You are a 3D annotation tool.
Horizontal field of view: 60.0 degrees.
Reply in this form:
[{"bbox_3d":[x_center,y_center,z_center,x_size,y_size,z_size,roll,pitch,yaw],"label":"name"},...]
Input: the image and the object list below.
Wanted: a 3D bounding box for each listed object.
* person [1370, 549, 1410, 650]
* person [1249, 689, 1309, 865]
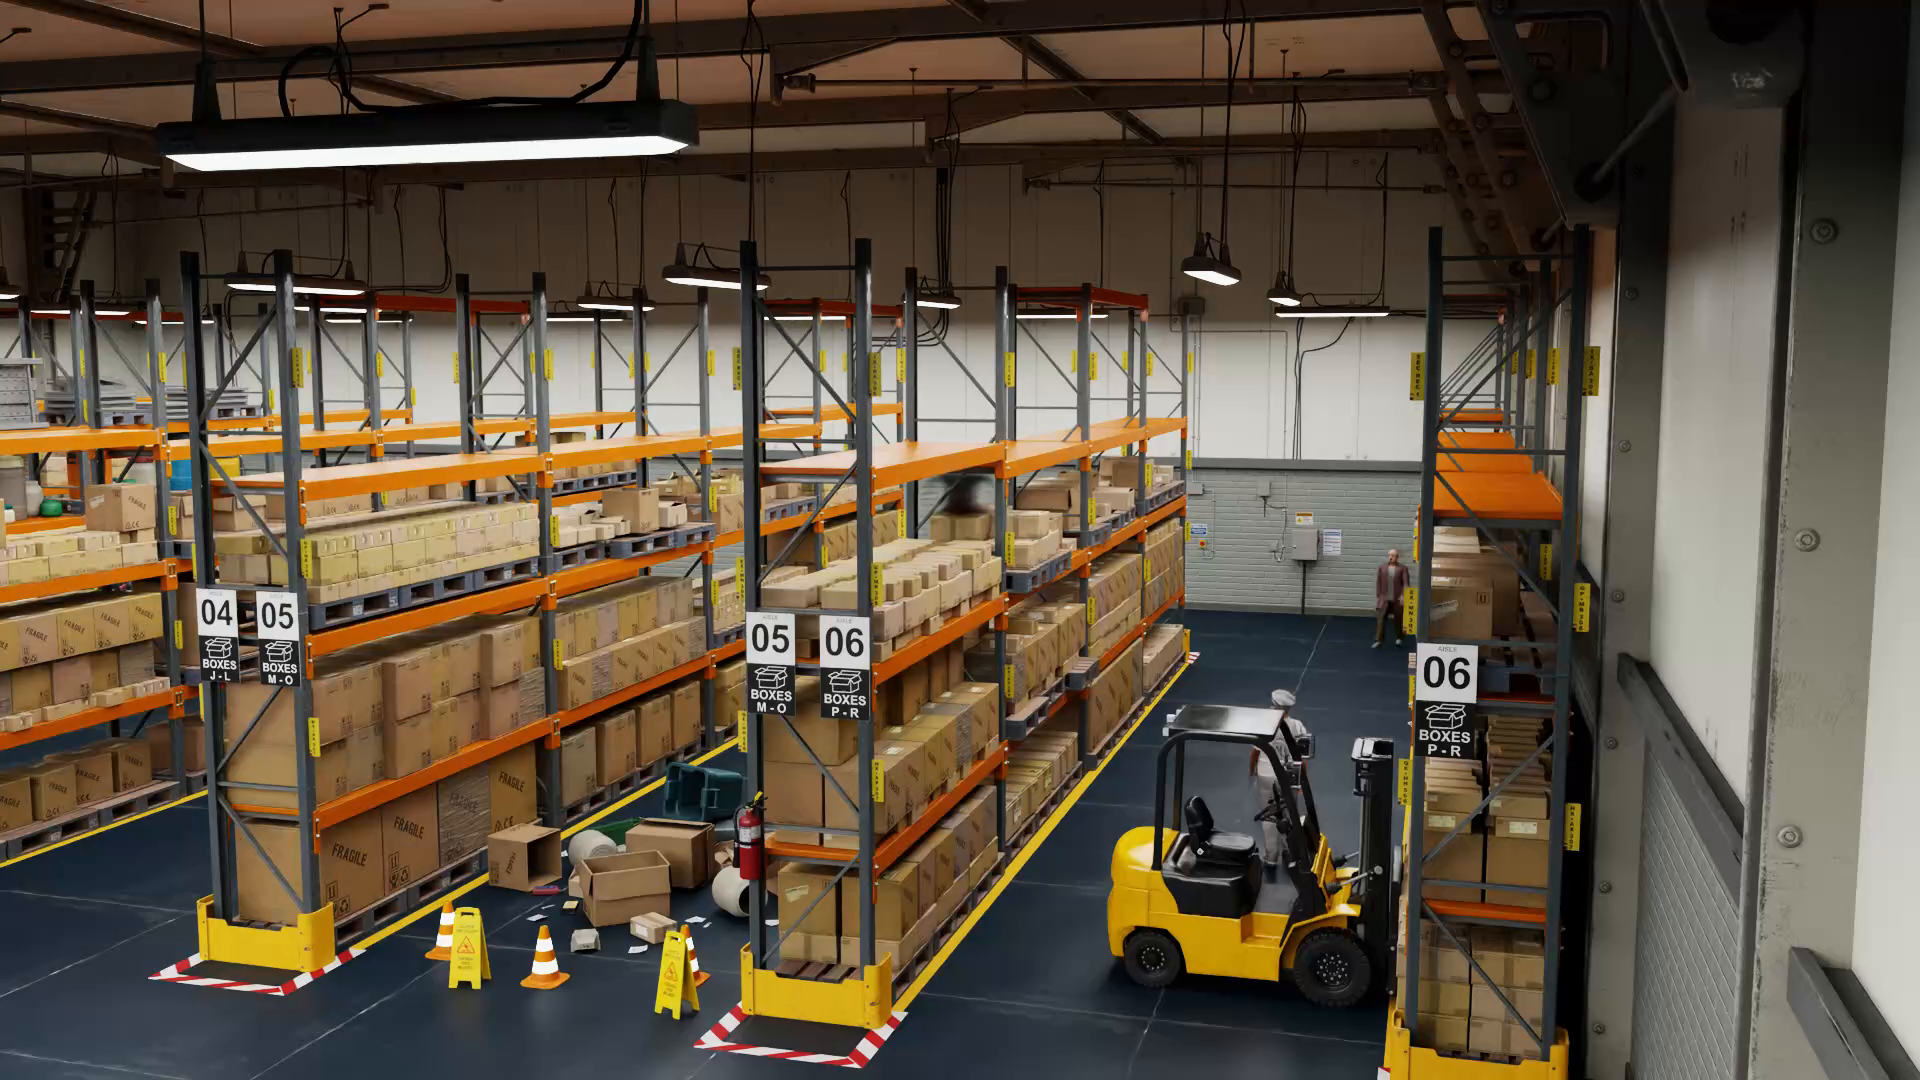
[{"bbox_3d":[7.529,1.026,29.065,0.612,1.722,1.104,4,7,30],"label":"person"},{"bbox_3d":[3.234,2.407,16.883,0.577,1.812,0.679,1,6,6],"label":"person"}]
